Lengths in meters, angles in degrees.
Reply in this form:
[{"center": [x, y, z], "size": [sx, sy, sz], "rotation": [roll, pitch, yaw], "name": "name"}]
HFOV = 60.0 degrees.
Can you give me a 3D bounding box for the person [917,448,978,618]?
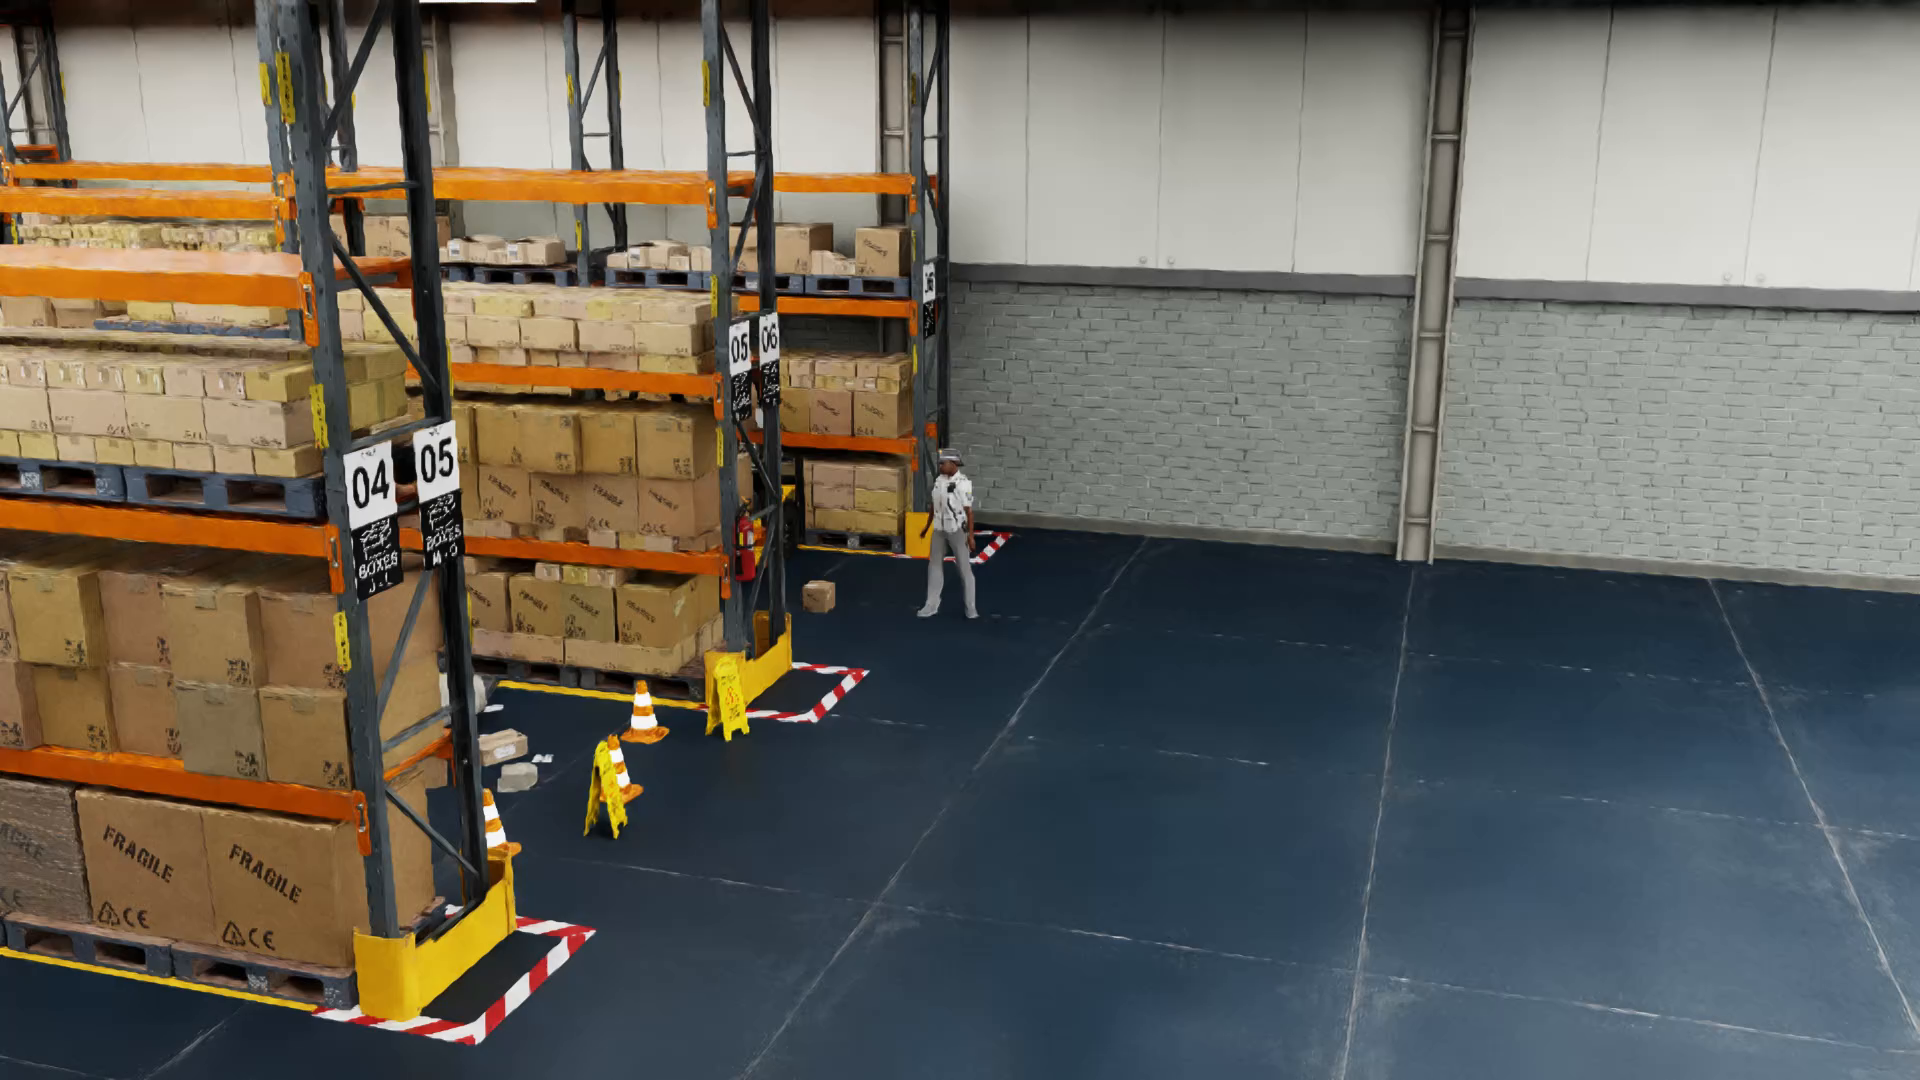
[{"center": [-0.151, -0.071, 16.125], "size": [0.643, 1.667, 0.583], "rotation": [12, 19, 37], "name": "person"}]
